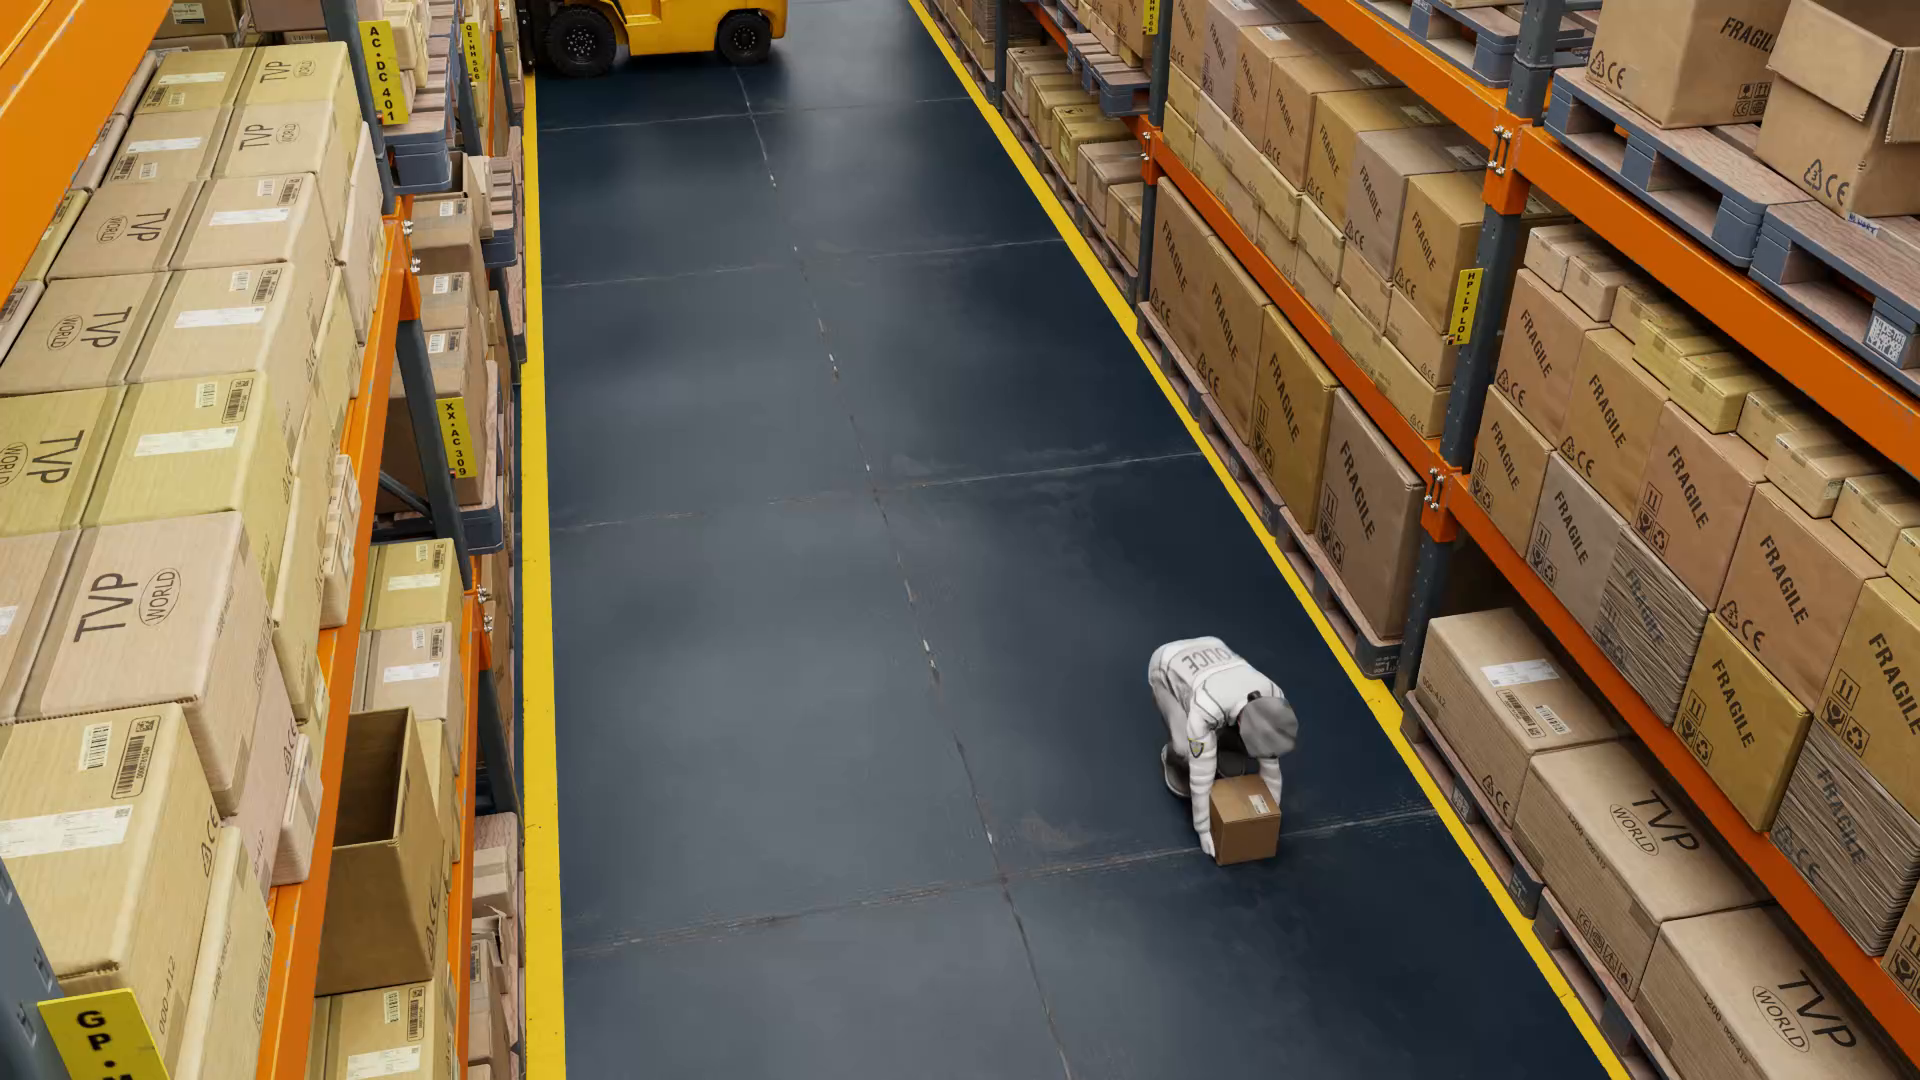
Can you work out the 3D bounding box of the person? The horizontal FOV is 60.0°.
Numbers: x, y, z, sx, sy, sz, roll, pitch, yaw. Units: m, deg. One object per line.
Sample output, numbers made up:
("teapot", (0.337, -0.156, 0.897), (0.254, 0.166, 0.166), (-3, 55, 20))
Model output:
("person", (1.099, 0.801, 7.026), (0.456, 0.819, 0.899), (-8, 35, -12))
